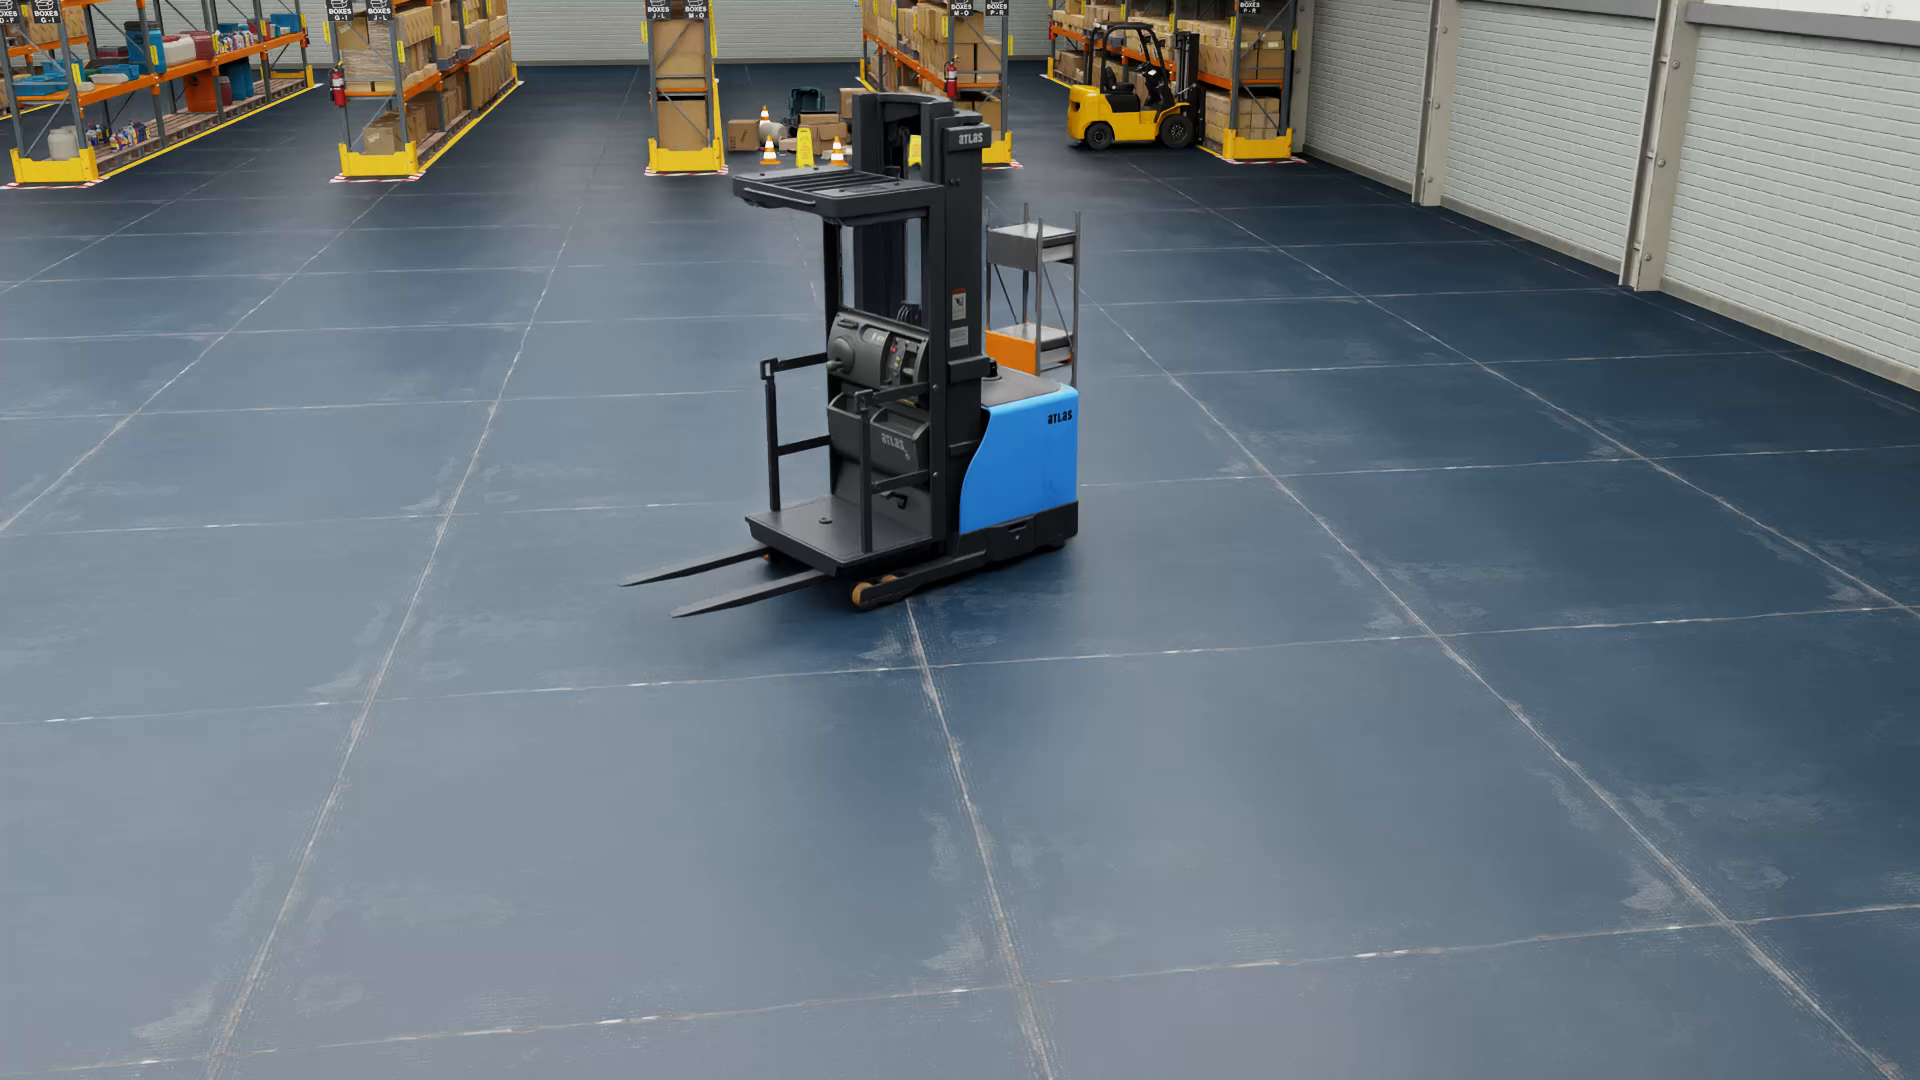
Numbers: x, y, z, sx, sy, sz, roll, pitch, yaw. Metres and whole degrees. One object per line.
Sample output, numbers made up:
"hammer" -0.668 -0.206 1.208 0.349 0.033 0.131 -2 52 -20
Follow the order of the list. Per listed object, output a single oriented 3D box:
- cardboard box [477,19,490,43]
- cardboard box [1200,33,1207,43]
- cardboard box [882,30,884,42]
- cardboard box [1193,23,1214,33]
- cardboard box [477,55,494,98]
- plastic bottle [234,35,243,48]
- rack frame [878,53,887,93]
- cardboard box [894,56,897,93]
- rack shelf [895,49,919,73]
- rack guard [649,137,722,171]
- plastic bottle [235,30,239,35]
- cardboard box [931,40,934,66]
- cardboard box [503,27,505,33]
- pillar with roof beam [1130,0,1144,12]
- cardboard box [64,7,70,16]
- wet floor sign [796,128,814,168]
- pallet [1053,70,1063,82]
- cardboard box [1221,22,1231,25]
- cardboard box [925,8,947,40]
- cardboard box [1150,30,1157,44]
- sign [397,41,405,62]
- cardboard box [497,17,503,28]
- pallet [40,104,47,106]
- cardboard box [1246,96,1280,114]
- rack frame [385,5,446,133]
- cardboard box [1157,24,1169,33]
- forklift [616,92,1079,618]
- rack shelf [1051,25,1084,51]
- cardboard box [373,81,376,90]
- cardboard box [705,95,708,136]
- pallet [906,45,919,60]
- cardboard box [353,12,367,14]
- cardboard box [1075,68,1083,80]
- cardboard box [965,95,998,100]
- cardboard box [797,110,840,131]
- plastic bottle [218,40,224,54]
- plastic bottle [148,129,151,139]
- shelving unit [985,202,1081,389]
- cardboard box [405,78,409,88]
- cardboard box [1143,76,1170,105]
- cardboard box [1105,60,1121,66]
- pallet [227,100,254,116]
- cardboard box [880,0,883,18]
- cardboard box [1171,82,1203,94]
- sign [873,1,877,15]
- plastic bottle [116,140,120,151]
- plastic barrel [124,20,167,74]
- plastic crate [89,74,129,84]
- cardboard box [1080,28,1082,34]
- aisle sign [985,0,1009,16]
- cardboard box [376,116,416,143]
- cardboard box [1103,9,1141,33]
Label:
"cardboard box" -10.897 -11.451 37.447 0.500 0.500 0.500 -3 21 -8
"cardboard box" 4.625 -9.225 30.559 0.380 0.149 0.250 -3 21 -9
"cardboard box" -1.492 -11.459 37.825 0.500 0.250 0.500 -3 21 -8
"cardboard box" 4.561 -9.542 30.983 0.380 0.149 0.250 -3 21 -9
"cardboard box" -10.993 -10.224 36.740 1.225 0.875 0.875 -4 21 -10
"plastic bottle" -15.614 -10.777 35.961 0.152 0.276 0.135 -3 21 -8
"rack frame" -1.428 -12.053 39.199 1.000 3.000 0.127 -3 21 -8
"cardboard box" -0.993 -10.421 37.268 0.875 0.875 0.875 -3 21 -7
"rack shelf" -0.563 -9.638 33.763 1.077 0.370 4.000 -3 21 -8
"rack guard" -4.579 -6.434 27.728 1.175 0.500 0.348 -3 21 -8
"plastic bottle" -15.822 -10.971 36.373 0.144 0.351 0.185 -3 21 -8
"cardboard box" -0.240 -8.781 29.873 0.500 0.500 0.500 -3 21 -7
"cardboard box" -11.325 -12.450 40.621 0.380 0.149 0.250 -3 21 -7
"pillar with roof beam" 0.015 -15.184 39.009 9.100 9.000 0.400 -3 21 -8
"cardboard box" -21.125 -12.460 38.718 0.500 0.500 0.500 -2 21 -6
"wet floor sign" -2.619 -6.600 27.965 0.267 0.644 0.232 -7 21 -17
"pallet" 3.033 -12.080 43.259 1.003 0.211 1.213 -3 21 -8
"cardboard box" 5.126 -9.666 31.313 0.380 0.149 0.250 -3 21 -9
"cardboard box" -0.229 -9.065 29.203 0.700 0.500 0.500 -3 21 -8
"cardboard box" 4.163 -10.210 33.767 0.500 0.250 0.500 -3 21 -7
"sign" -8.968 -7.831 26.659 0.100 0.325 0.005 -3 21 -8
"cardboard box" -11.333 -12.501 40.187 0.500 0.250 0.500 -4 21 -10
"pallet" -21.136 -9.986 37.651 1.003 0.211 1.213 -3 21 -8
"cardboard box" 5.331 -7.702 29.452 0.500 0.250 0.500 -3 21 -9
"rack frame" -10.081 -8.783 30.445 1.000 3.000 0.127 -3 21 -8
"cardboard box" 4.160 -10.252 33.309 0.380 0.149 0.250 -4 21 -9
"forklift" -0.670 -1.155 10.120 3.031 2.935 1.130 -16 26 -37
"rack shelf" 3.195 -12.660 41.853 1.077 0.370 4.000 -3 21 -8
"cardboard box" -9.786 -7.455 27.249 0.380 0.149 0.250 -3 21 -8
"cardboard box" -5.004 -7.666 29.891 0.875 0.875 0.875 -3 21 -7
"pallet" -0.526 -9.894 33.695 1.003 0.211 1.213 -3 21 -8
"cardboard box" -9.976 -8.577 27.895 0.500 0.500 0.500 -3 21 -8
"cardboard box" 3.061 -11.522 41.085 0.396 0.266 0.258 -2 21 -6
"cardboard box" 0.375 -7.640 29.642 0.500 0.500 0.500 -4 21 -10
"cardboard box" -2.600 -7.596 30.640 0.797 0.637 0.503 -3 21 -8
"plastic bottle" -15.343 -10.238 34.508 0.061 0.283 0.133 -3 21 -8
"plastic bottle" -14.622 -7.318 29.894 0.097 0.201 0.097 0 20 0
"shelving unit" 0.490 -1.231 11.512 0.431 2.100 0.503 -18 27 -40
"cardboard box" -9.348 -7.566 27.545 0.380 0.149 0.250 -3 21 -8
"cardboard box" 4.335 -9.328 34.698 0.875 0.625 0.625 -4 21 -10
"cardboard box" 3.522 -11.047 38.553 0.380 0.149 0.250 -2 21 -6
"pallet" -15.887 -9.304 35.825 1.003 0.211 1.213 -3 21 -8
"cardboard box" -1.548 -12.226 38.092 0.500 0.500 0.500 -3 21 -8
"cardboard box" 4.396 -8.728 32.198 0.500 0.250 0.500 -3 21 -9
"sign" -1.977 -12.467 38.957 0.100 0.325 0.005 -3 21 -8
"plastic bottle" -14.374 -6.723 28.299 0.097 0.201 0.097 0 20 0
"plastic barrel" -14.739 -8.917 30.087 0.600 0.901 0.708 -3 21 -8
"plastic crate" -14.498 -7.860 28.351 0.530 0.136 0.437 -3 21 -8
"cardboard box" 3.128 -12.373 40.417 0.380 0.149 0.250 -2 21 -6
"aisle sign" 0.617 -9.110 27.604 0.394 0.787 0.004 -3 21 -8
"cardboard box" -9.770 -7.064 28.814 0.500 0.500 0.500 -1 21 -3
"cardboard box" 3.641 -11.720 37.561 0.797 0.503 0.637 -3 21 -9
